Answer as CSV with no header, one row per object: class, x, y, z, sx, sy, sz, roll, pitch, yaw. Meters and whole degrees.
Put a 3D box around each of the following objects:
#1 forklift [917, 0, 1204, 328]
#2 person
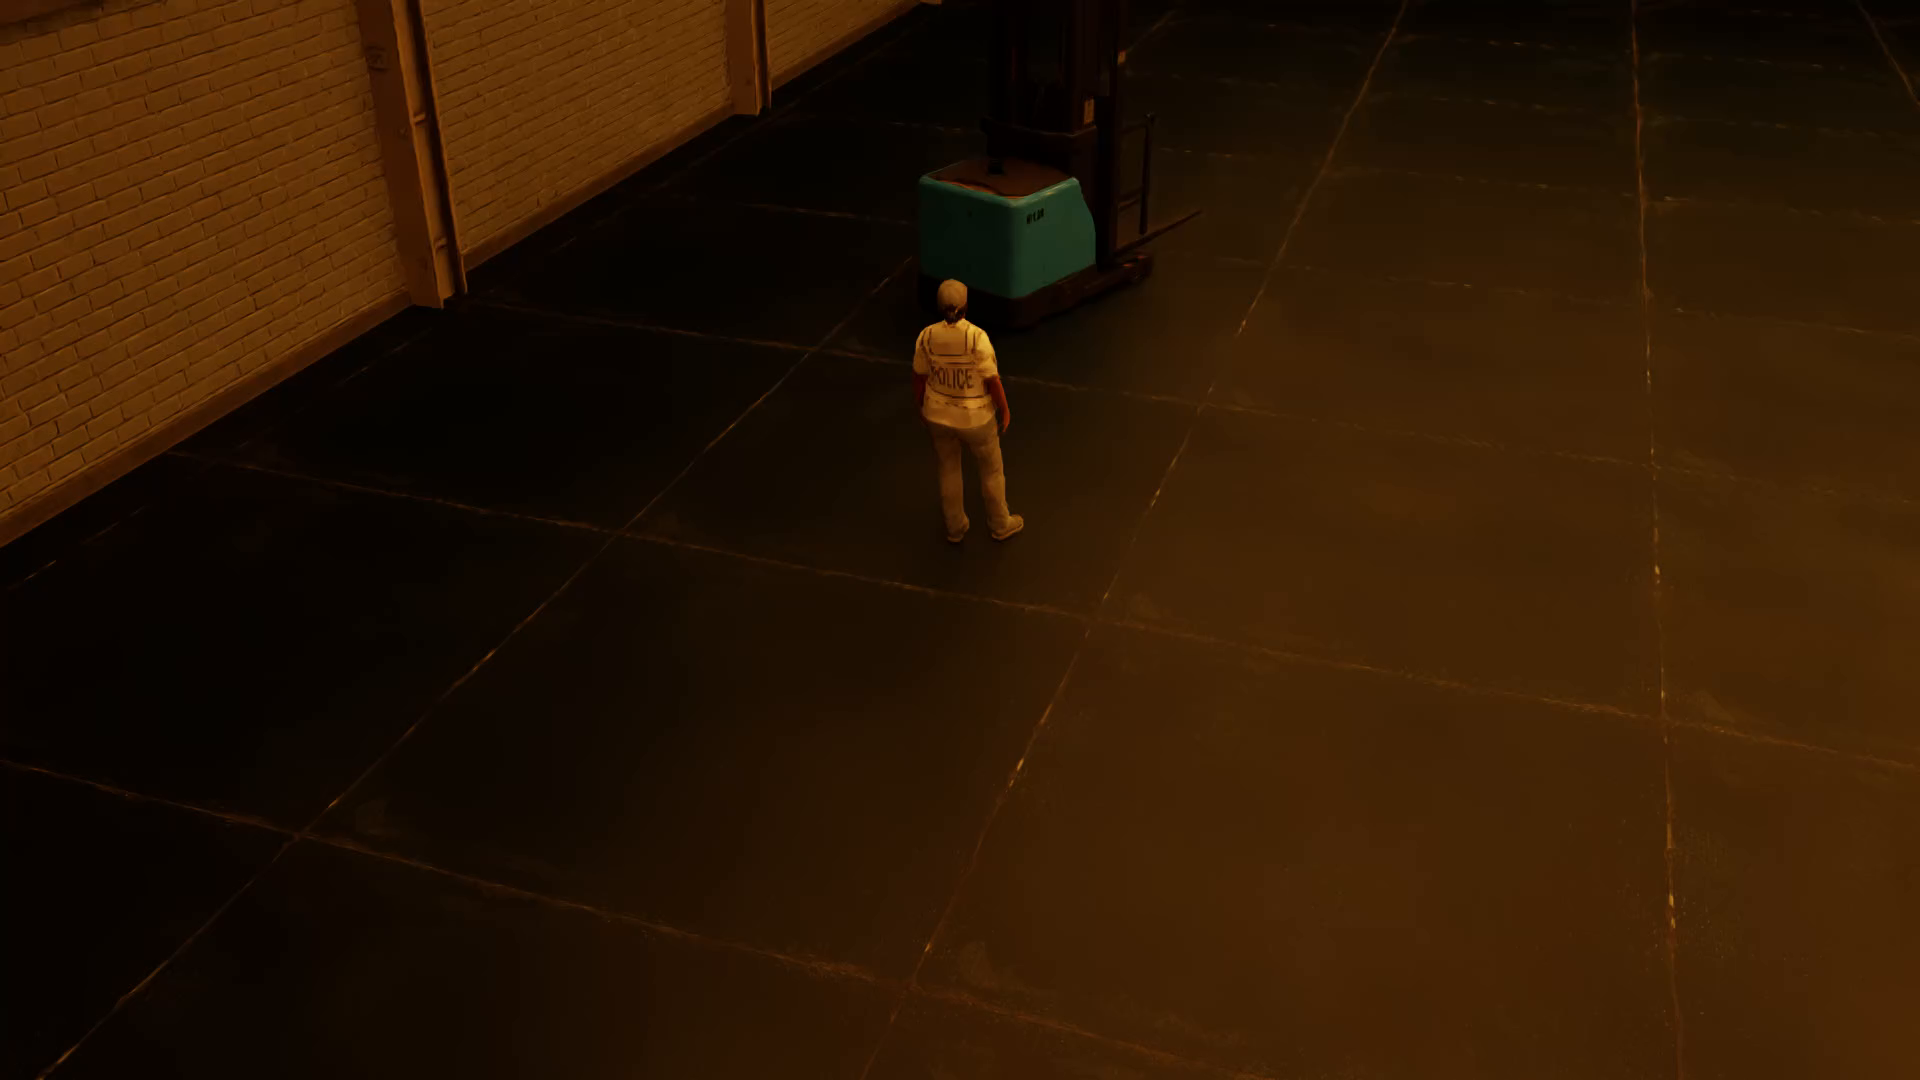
forklift,0.973,-3.568,13.395,1.130,2.935,3.031,22,36,33
person,0.047,-0.763,9.737,0.598,1.669,0.527,10,31,16
